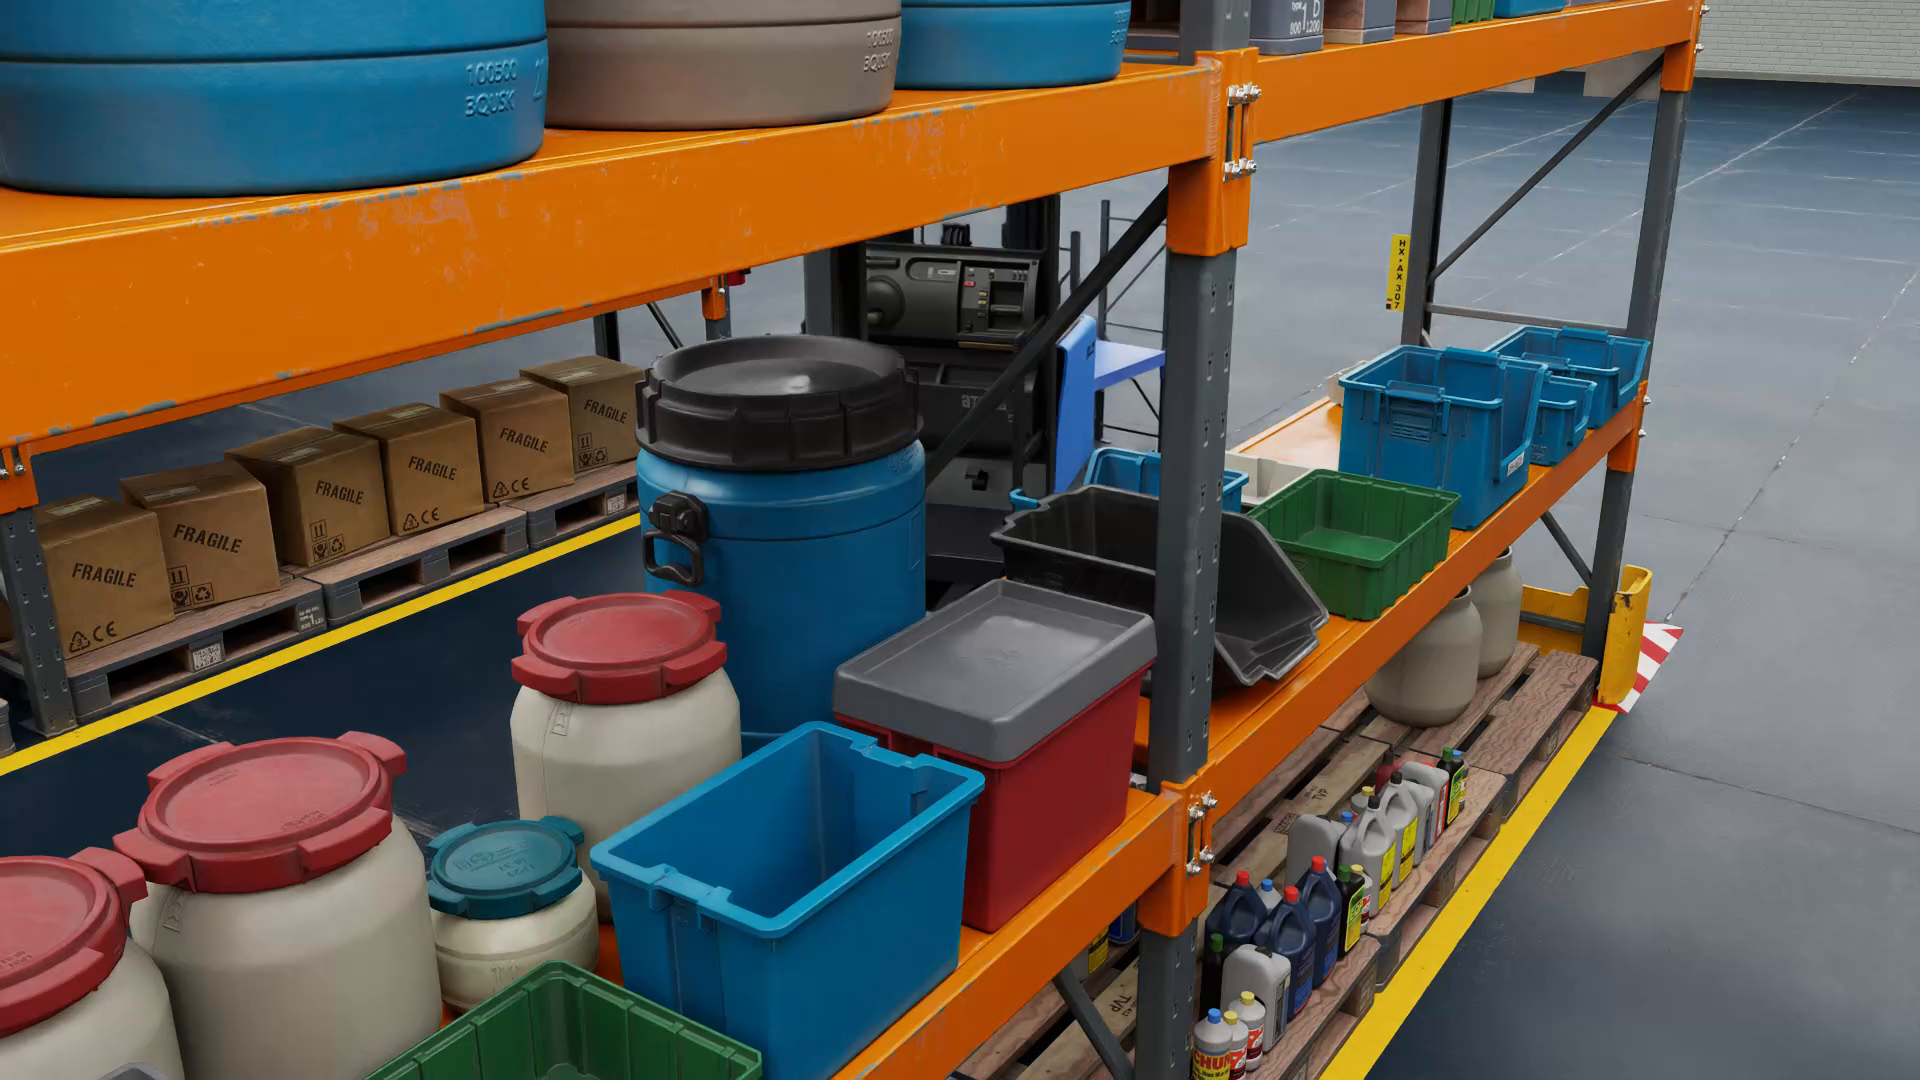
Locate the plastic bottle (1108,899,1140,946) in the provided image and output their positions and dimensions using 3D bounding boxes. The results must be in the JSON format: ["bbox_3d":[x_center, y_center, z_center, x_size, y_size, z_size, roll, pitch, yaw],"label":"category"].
[{"bbox_3d":[0.463,1.037,4.929,0.152,0.276,0.135,13,24,32],"label":"plastic bottle"}]

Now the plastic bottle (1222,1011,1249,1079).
[{"bbox_3d":[0.694,1.311,4.295,0.097,0.201,0.097,0,20,0],"label":"plastic bottle"}]

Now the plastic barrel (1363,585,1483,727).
[{"bbox_3d":[1.755,0.410,6.313,0.421,0.512,0.421,0,20,0],"label":"plastic barrel"}]

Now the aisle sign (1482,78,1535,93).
[{"bbox_3d":[2.142,-2.204,6.653,0.394,0.787,0.004,13,24,32],"label":"aisle sign"}]

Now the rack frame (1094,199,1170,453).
[{"bbox_3d":[1.054,-1.283,10.072,0.500,1.500,0.032,15,25,35],"label":"rack frame"}]

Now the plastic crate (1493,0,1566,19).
[{"bbox_3d":[1.520,-1.701,4.738,0.392,0.384,0.575,13,24,32],"label":"plastic crate"}]

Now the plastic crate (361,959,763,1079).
[{"bbox_3d":[-0.651,0.895,2.328,0.450,0.188,0.662,13,24,32],"label":"plastic crate"}]

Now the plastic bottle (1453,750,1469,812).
[{"bbox_3d":[1.674,0.811,5.647,0.097,0.201,0.097,0,20,0],"label":"plastic bottle"}]

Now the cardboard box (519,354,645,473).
[{"bbox_3d":[-2.118,-0.722,9.391,0.500,0.500,0.500,19,28,42],"label":"cardboard box"}]

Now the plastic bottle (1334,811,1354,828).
[{"bbox_3d":[1.217,0.955,5.258,0.097,0.201,0.097,0,20,0],"label":"plastic bottle"}]

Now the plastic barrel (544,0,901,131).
[{"bbox_3d":[-0.379,-1.026,2.168,0.600,0.901,0.600,0,20,0],"label":"plastic barrel"}]

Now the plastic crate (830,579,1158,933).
[{"bbox_3d":[0.076,0.409,3.243,0.402,0.464,0.583,13,24,32],"label":"plastic crate"}]

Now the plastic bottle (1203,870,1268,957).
[{"bbox_3d":[0.773,1.098,4.658,0.144,0.351,0.185,13,24,32],"label":"plastic bottle"}]

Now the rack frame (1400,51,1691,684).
[{"bbox_3d":[2.343,-0.907,6.894,1.000,3.000,0.127,13,24,32],"label":"rack frame"}]

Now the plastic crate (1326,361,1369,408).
[{"bbox_3d":[1.574,-0.590,6.415,0.298,0.136,0.250,13,24,32],"label":"plastic crate"}]

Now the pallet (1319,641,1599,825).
[{"bbox_3d":[1.878,0.664,6.667,1.003,0.211,1.213,13,24,32],"label":"pallet"}]

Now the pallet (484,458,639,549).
[{"bbox_3d":[-2.282,-0.317,9.319,1.003,0.211,1.213,13,24,32],"label":"pallet"}]

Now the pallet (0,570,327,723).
[{"bbox_3d":[-3.653,0.383,7.426,1.003,0.211,1.213,13,24,32],"label":"pallet"}]

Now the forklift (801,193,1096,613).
[{"bbox_3d":[-0.143,-1.146,7.638,1.130,2.935,3.031,6,21,15],"label":"forklift"}]

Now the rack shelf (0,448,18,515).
[{"bbox_3d":[-5.126,0.186,4.976,1.077,0.370,4.000,13,24,32],"label":"rack shelf"}]

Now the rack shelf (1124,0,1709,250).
[{"bbox_3d":[1.219,-1.403,4.947,1.077,0.370,4.000,13,24,32],"label":"rack shelf"}]

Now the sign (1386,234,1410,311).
[{"bbox_3d":[1.891,-1.146,7.139,0.100,0.325,0.005,13,24,32],"label":"sign"}]

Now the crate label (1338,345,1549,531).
[{"bbox_3d":[1.532,-0.343,5.318,0.502,0.435,0.616,13,24,32],"label":"crate label"}]

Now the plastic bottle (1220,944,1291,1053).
[{"bbox_3d":[0.796,1.208,4.469,0.152,0.276,0.135,14,25,34],"label":"plastic bottle"}]

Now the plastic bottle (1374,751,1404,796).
[{"bbox_3d":[1.421,0.819,5.508,0.061,0.283,0.133,13,24,32],"label":"plastic bottle"}]

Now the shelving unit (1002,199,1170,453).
[{"bbox_3d":[0.747,-1.143,9.692,0.538,1.500,1.048,15,25,35],"label":"shelving unit"}]

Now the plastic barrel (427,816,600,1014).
[{"bbox_3d":[-0.776,0.655,2.869,0.301,0.262,0.301,0,20,0],"label":"plastic barrel"}]

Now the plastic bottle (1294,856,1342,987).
[{"bbox_3d":[0.998,1.072,4.728,0.144,0.351,0.185,12,24,30],"label":"plastic bottle"}]

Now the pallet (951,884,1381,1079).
[{"bbox_3d":[0.507,1.364,4.774,1.003,0.211,1.213,13,24,32],"label":"pallet"}]

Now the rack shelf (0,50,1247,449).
[{"bbox_3d":[-1.029,-0.255,1.844,1.077,0.370,4.000,13,24,32],"label":"rack shelf"}]

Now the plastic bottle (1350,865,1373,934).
[{"bbox_3d":[1.176,1.065,4.961,0.097,0.201,0.097,0,20,0],"label":"plastic bottle"}]

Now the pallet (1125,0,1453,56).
[{"bbox_3d":[0.420,-1.304,3.915,1.213,0.211,1.003,13,24,32],"label":"pallet"}]

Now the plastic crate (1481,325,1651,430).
[{"bbox_3d":[2.309,-0.636,6.374,0.499,0.251,0.616,13,24,32],"label":"plastic crate"}]

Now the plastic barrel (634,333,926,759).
[{"bbox_3d":[-0.373,0.057,3.564,0.600,0.901,0.708,13,24,32],"label":"plastic barrel"}]

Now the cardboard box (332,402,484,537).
[{"bbox_3d":[-2.793,-0.368,8.433,0.500,0.500,0.500,16,26,37],"label":"cardboard box"}]

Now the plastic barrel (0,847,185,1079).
[{"bbox_3d":[-1.280,0.743,2.236,0.433,0.535,0.433,0,20,0],"label":"plastic barrel"}]

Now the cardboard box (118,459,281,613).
[{"bbox_3d":[-3.428,-0.023,7.501,0.500,0.500,0.500,-15,25,-35],"label":"cardboard box"}]

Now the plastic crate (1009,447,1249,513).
[{"bbox_3d":[0.492,-0.060,4.819,0.499,0.251,0.616,13,24,32],"label":"plastic crate"}]

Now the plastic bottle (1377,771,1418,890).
[{"bbox_3d":[1.341,0.896,5.202,0.144,0.351,0.185,14,25,34],"label":"plastic bottle"}]

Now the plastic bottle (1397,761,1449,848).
[{"bbox_3d":[1.509,0.843,5.453,0.152,0.276,0.135,13,24,32],"label":"plastic bottle"}]

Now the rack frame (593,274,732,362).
[{"bbox_3d":[-1.753,-1.873,9.505,1.000,3.000,0.127,13,24,32],"label":"rack frame"}]

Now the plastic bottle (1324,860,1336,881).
[{"bbox_3d":[1.050,1.059,4.876,0.097,0.271,0.097,0,20,0],"label":"plastic bottle"}]

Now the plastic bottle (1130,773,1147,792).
[{"bbox_3d":[0.603,0.877,5.362,0.152,0.276,0.135,14,24,33],"label":"plastic bottle"}]
